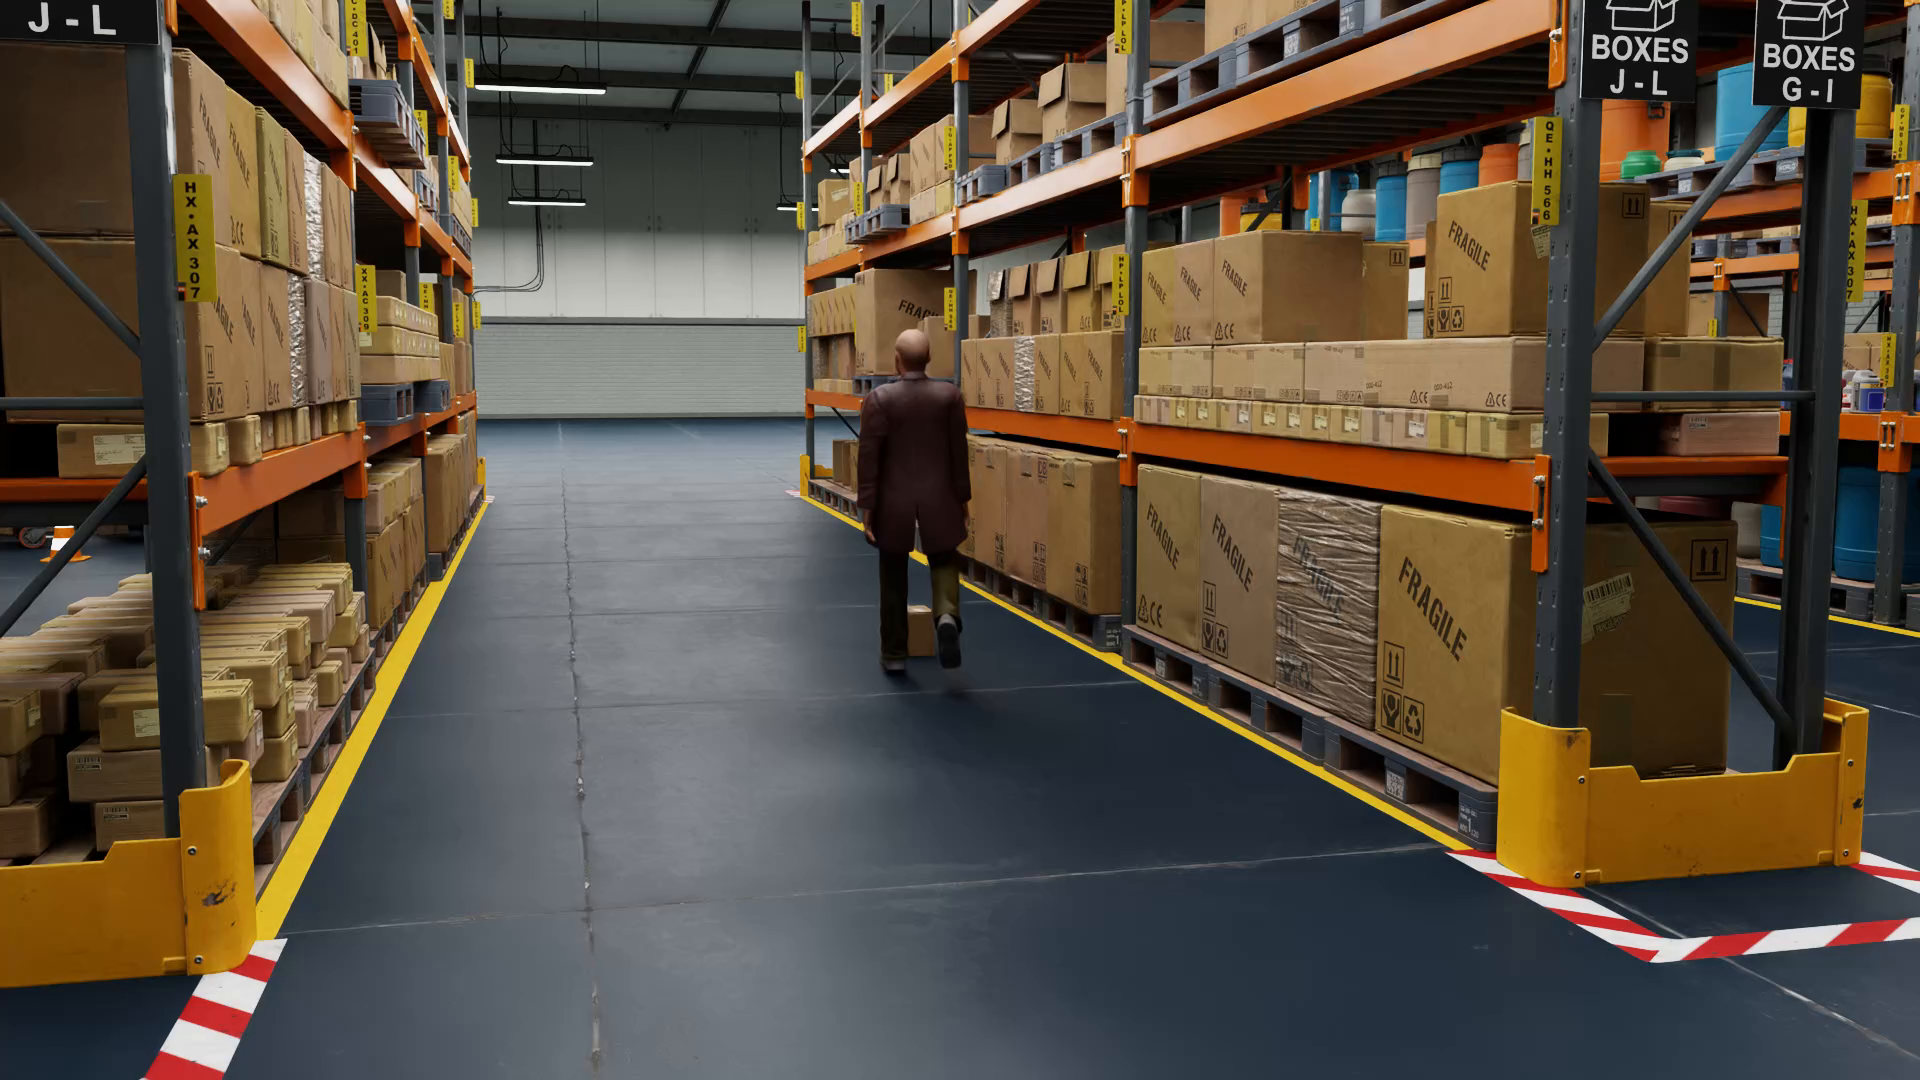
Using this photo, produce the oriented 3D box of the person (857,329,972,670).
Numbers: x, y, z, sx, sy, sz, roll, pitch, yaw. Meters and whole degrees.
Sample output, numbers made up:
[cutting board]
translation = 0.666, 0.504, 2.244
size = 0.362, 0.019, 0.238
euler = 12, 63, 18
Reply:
[person]
translation = -0.235, -0.188, 8.511
size = 0.597, 1.764, 0.802
euler = -1, 6, -8
